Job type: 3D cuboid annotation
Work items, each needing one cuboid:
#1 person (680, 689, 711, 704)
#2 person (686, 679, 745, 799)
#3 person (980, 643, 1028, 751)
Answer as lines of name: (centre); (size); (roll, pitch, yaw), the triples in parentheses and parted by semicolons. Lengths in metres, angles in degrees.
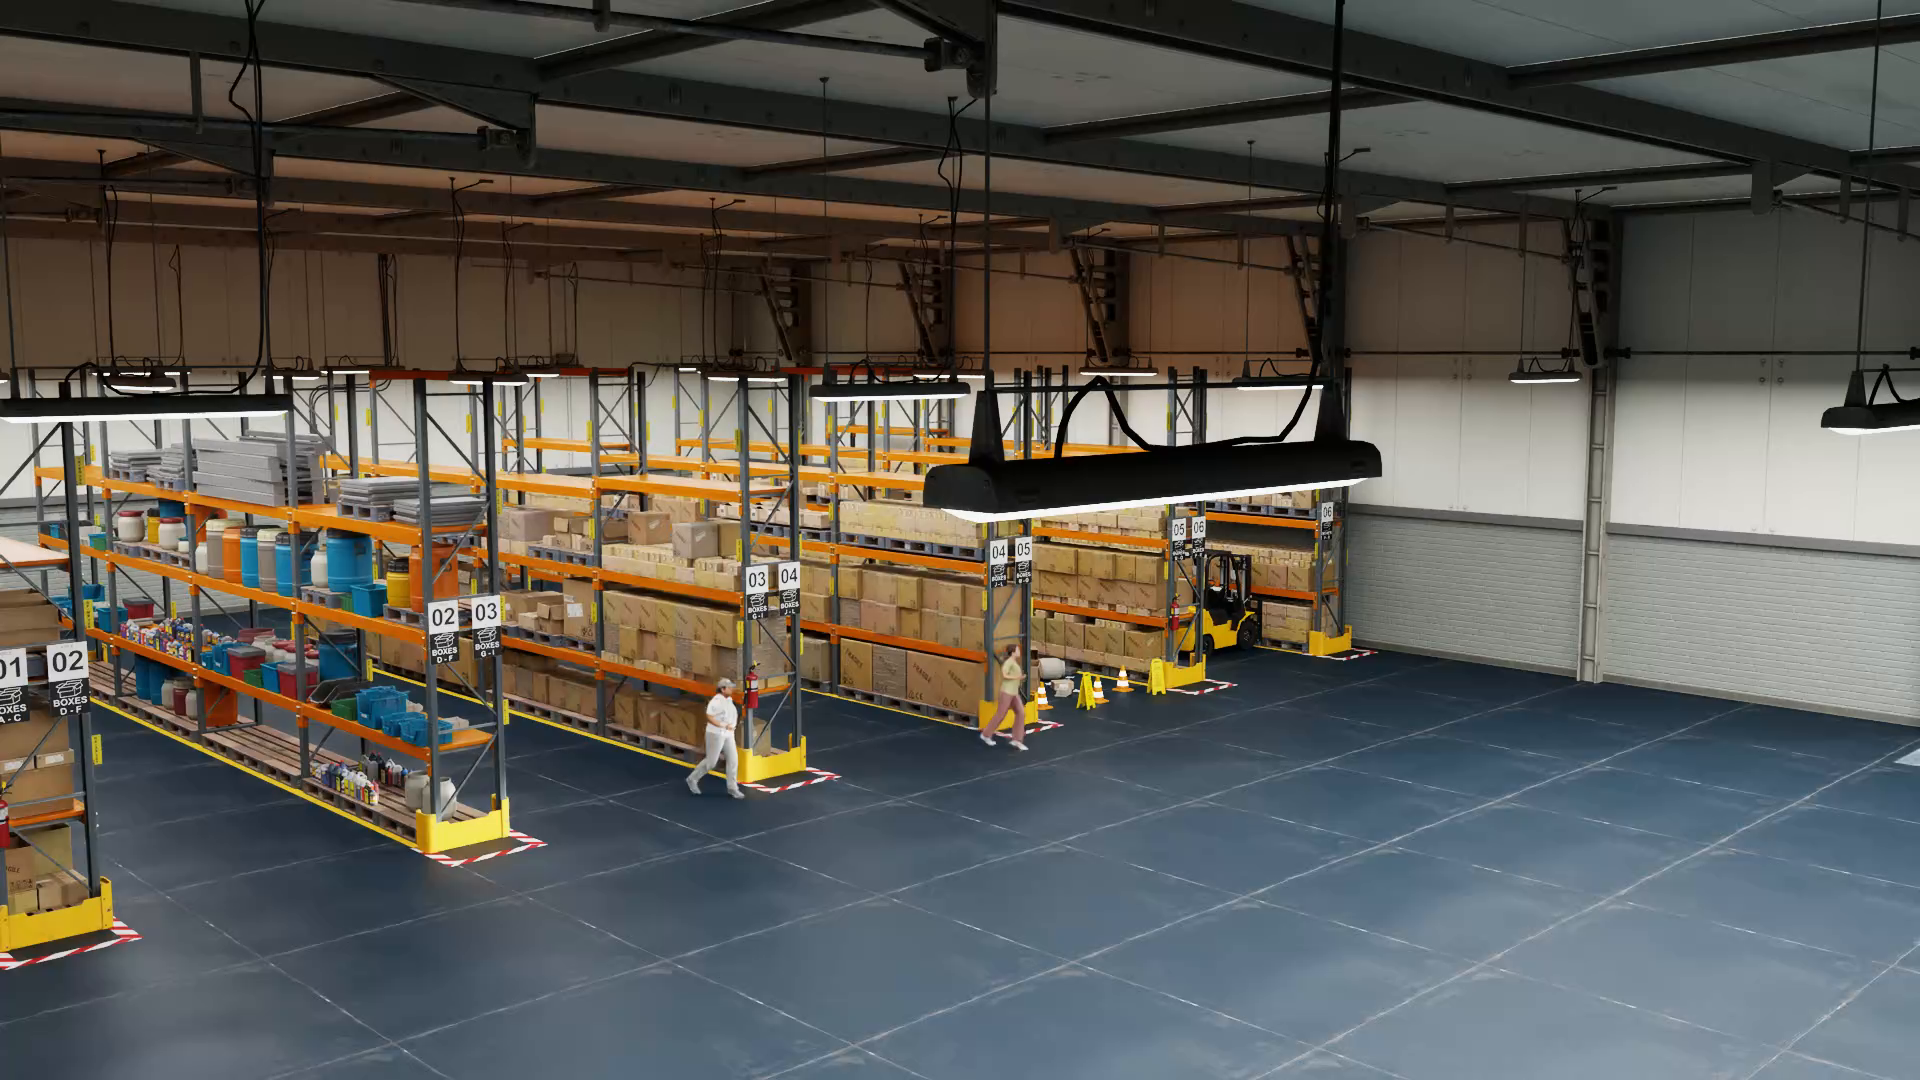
person: (-4.767, 2.048, 30.059); (0.736, 1.836, 0.632); (5, 8, 37)
person: (-3.425, 2.824, 23.846); (0.864, 1.677, 0.695); (3, 7, 24)
person: (0.787, 2.495, 26.747); (0.817, 1.674, 0.591); (3, 7, 23)
